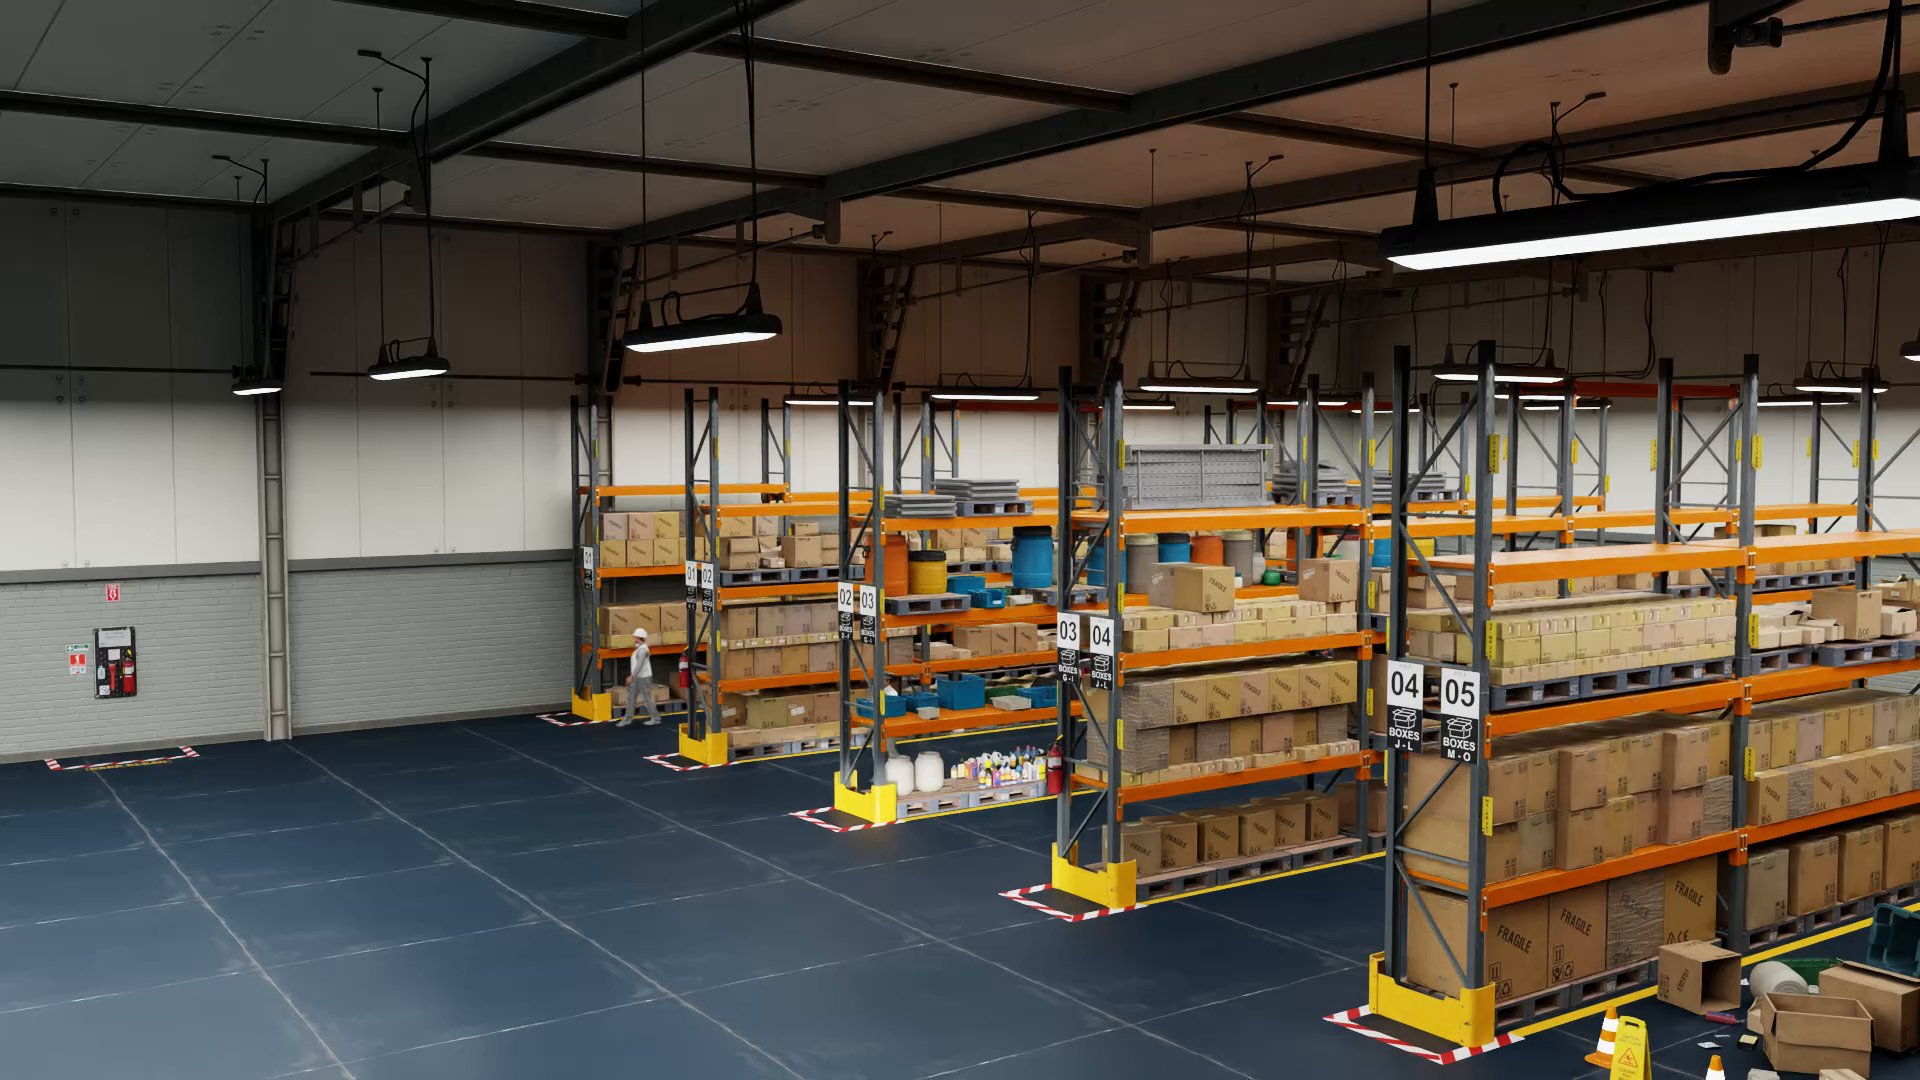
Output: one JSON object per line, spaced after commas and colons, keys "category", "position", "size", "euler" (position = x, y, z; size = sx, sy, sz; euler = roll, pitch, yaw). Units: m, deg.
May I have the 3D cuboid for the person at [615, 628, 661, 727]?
{"category": "person", "position": [-5.811, 2.483, 29.987], "size": [0.814, 1.777, 0.565], "euler": [-1, 4, -17]}

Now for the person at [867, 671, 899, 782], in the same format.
{"category": "person", "position": [-1.131, 2.837, 25.179], "size": [0.516, 1.721, 0.528], "euler": [-2, 4, -32]}

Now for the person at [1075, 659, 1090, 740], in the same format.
{"category": "person", "position": [2.067, 2.622, 28.527], "size": [0.642, 1.694, 0.507], "euler": [-2, 4, -33]}
